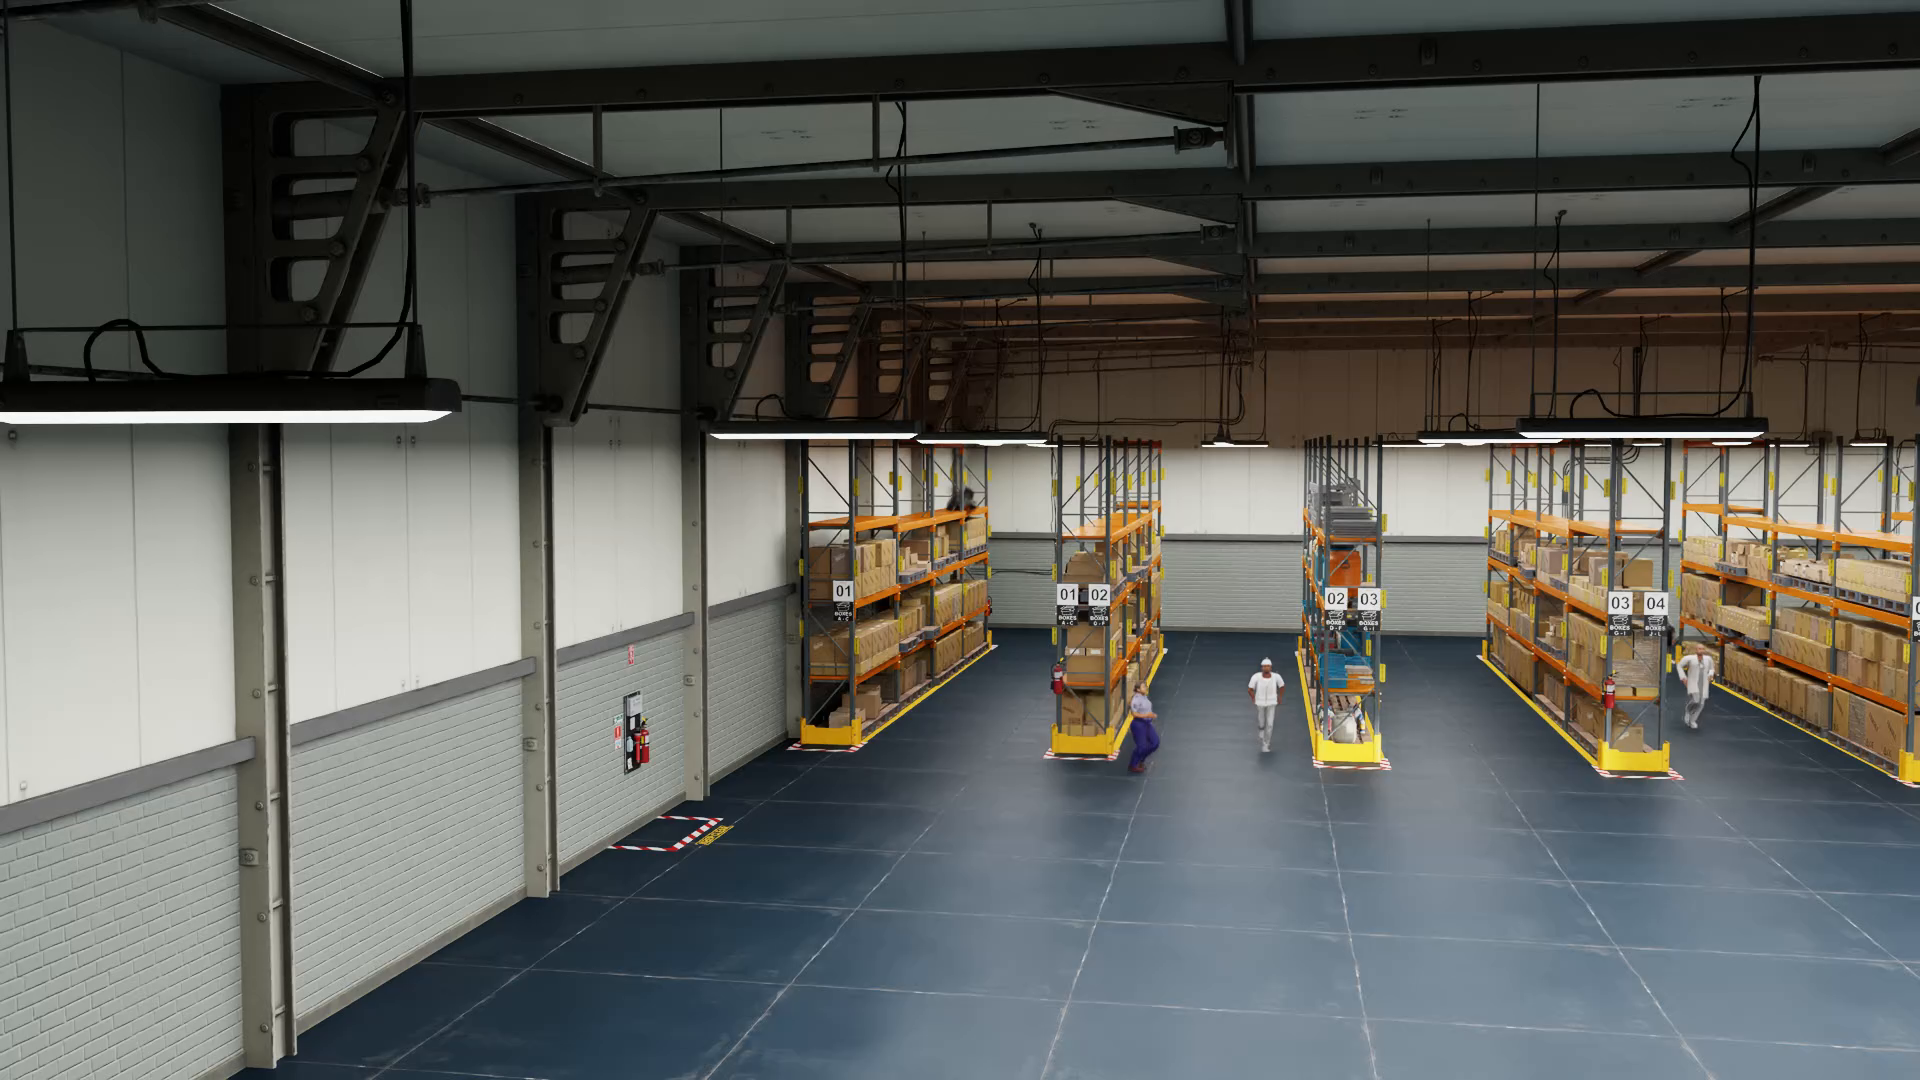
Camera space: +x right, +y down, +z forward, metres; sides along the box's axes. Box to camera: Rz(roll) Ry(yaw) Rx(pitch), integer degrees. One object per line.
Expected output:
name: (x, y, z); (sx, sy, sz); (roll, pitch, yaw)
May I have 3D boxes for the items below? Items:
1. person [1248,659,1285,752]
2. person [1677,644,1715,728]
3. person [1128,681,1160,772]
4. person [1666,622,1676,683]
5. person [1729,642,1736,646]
person: (5.872, 3.149, 31.856); (0.703, 1.757, 0.781); (0, 3, 9)
person: (15.190, 3.004, 34.212); (0.714, 1.734, 0.626); (0, 3, 0)
person: (3.279, 3.313, 29.505); (0.582, 1.615, 0.590); (2, 4, 33)
person: (17.419, 2.654, 41.249); (0.670, 1.721, 0.830); (1, 3, 12)
person: (21.388, 2.370, 45.556); (0.909, 1.796, 0.689); (1, 3, 18)
